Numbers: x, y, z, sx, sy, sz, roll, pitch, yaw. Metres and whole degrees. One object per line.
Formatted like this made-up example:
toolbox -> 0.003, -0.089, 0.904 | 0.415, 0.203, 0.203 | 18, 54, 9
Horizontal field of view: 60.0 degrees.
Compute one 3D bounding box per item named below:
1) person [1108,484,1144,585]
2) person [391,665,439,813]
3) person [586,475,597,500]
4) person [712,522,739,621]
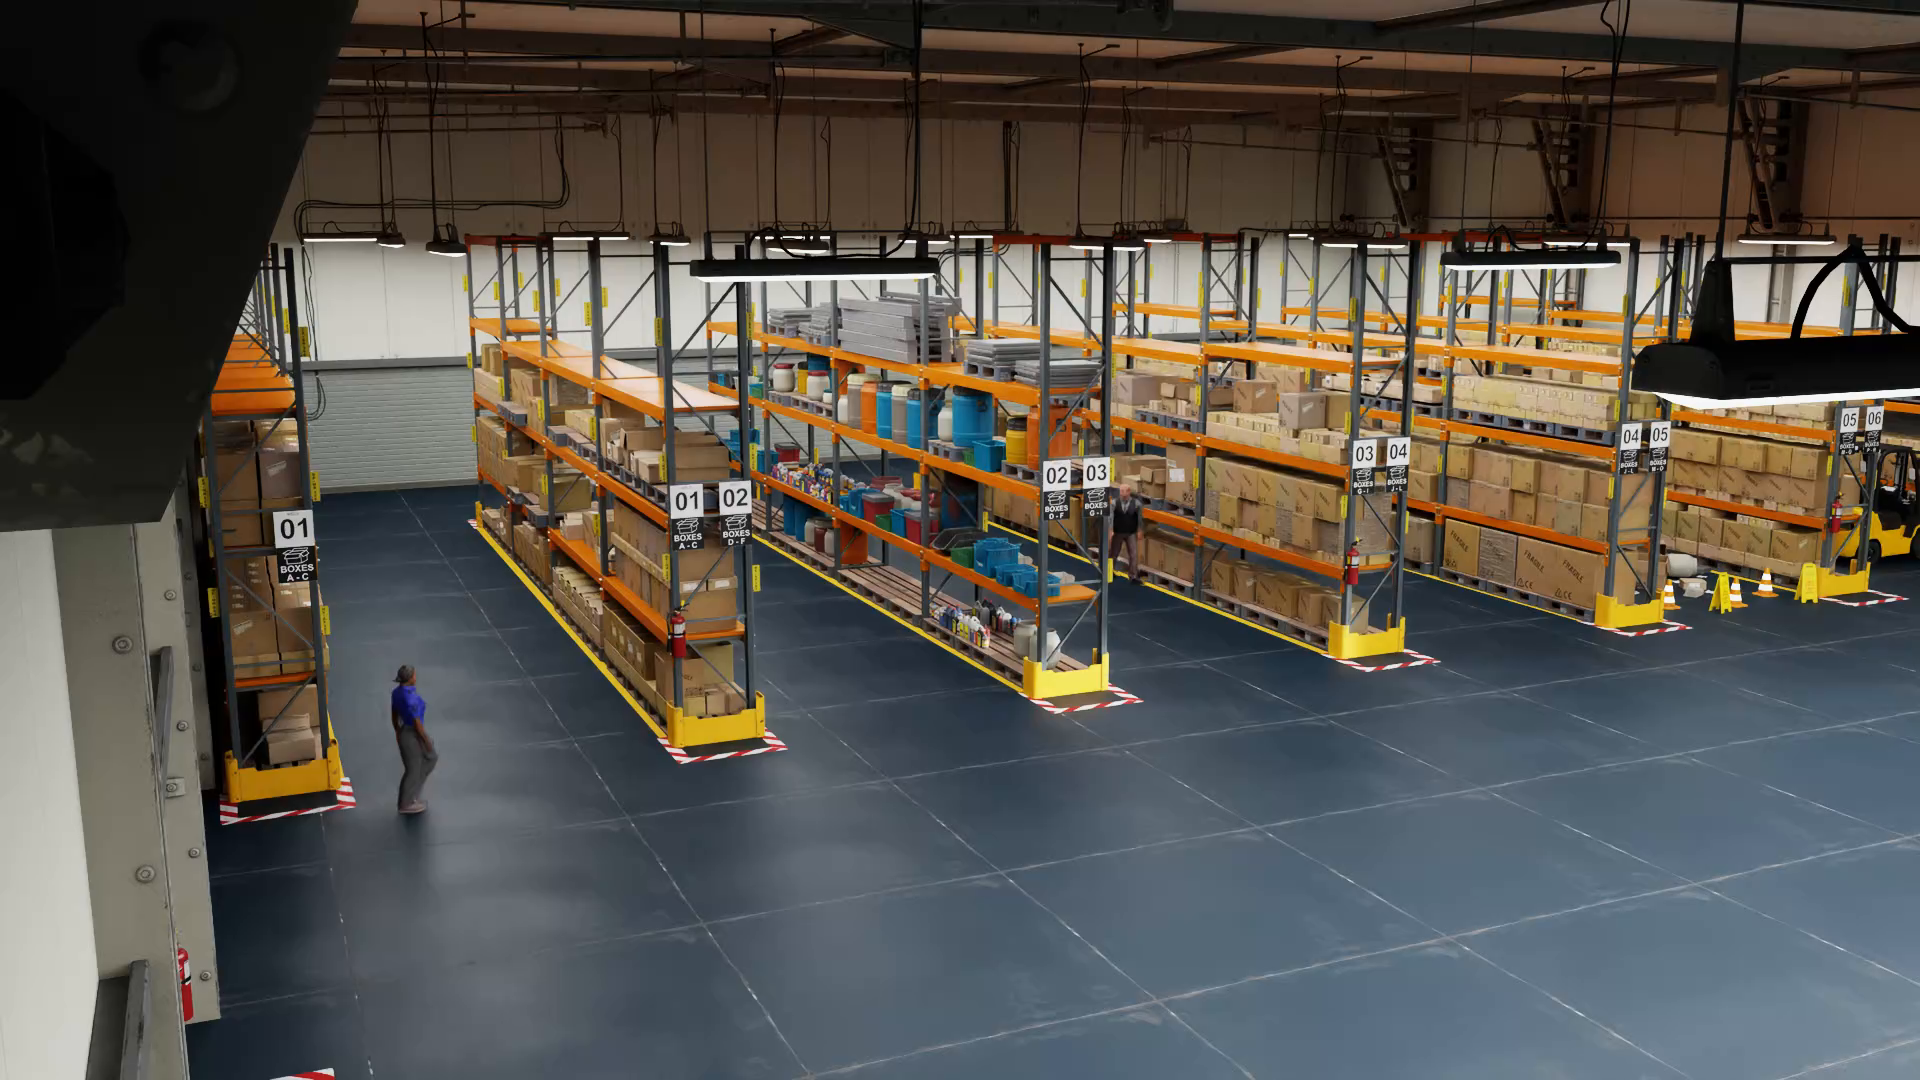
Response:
person -> 2.781, -0.111, 27.782 | 0.630, 1.692, 0.973 | -4, 12, -19
person -> -5.827, 2.129, 17.780 | 0.460, 1.669, 0.462 | -4, 12, -19
person -> -7.646, -1.163, 34.810 | 0.511, 1.632, 0.953 | -7, 13, -31
person -> -3.629, 0.398, 25.298 | 0.406, 1.625, 1.007 | -4, 12, -21
